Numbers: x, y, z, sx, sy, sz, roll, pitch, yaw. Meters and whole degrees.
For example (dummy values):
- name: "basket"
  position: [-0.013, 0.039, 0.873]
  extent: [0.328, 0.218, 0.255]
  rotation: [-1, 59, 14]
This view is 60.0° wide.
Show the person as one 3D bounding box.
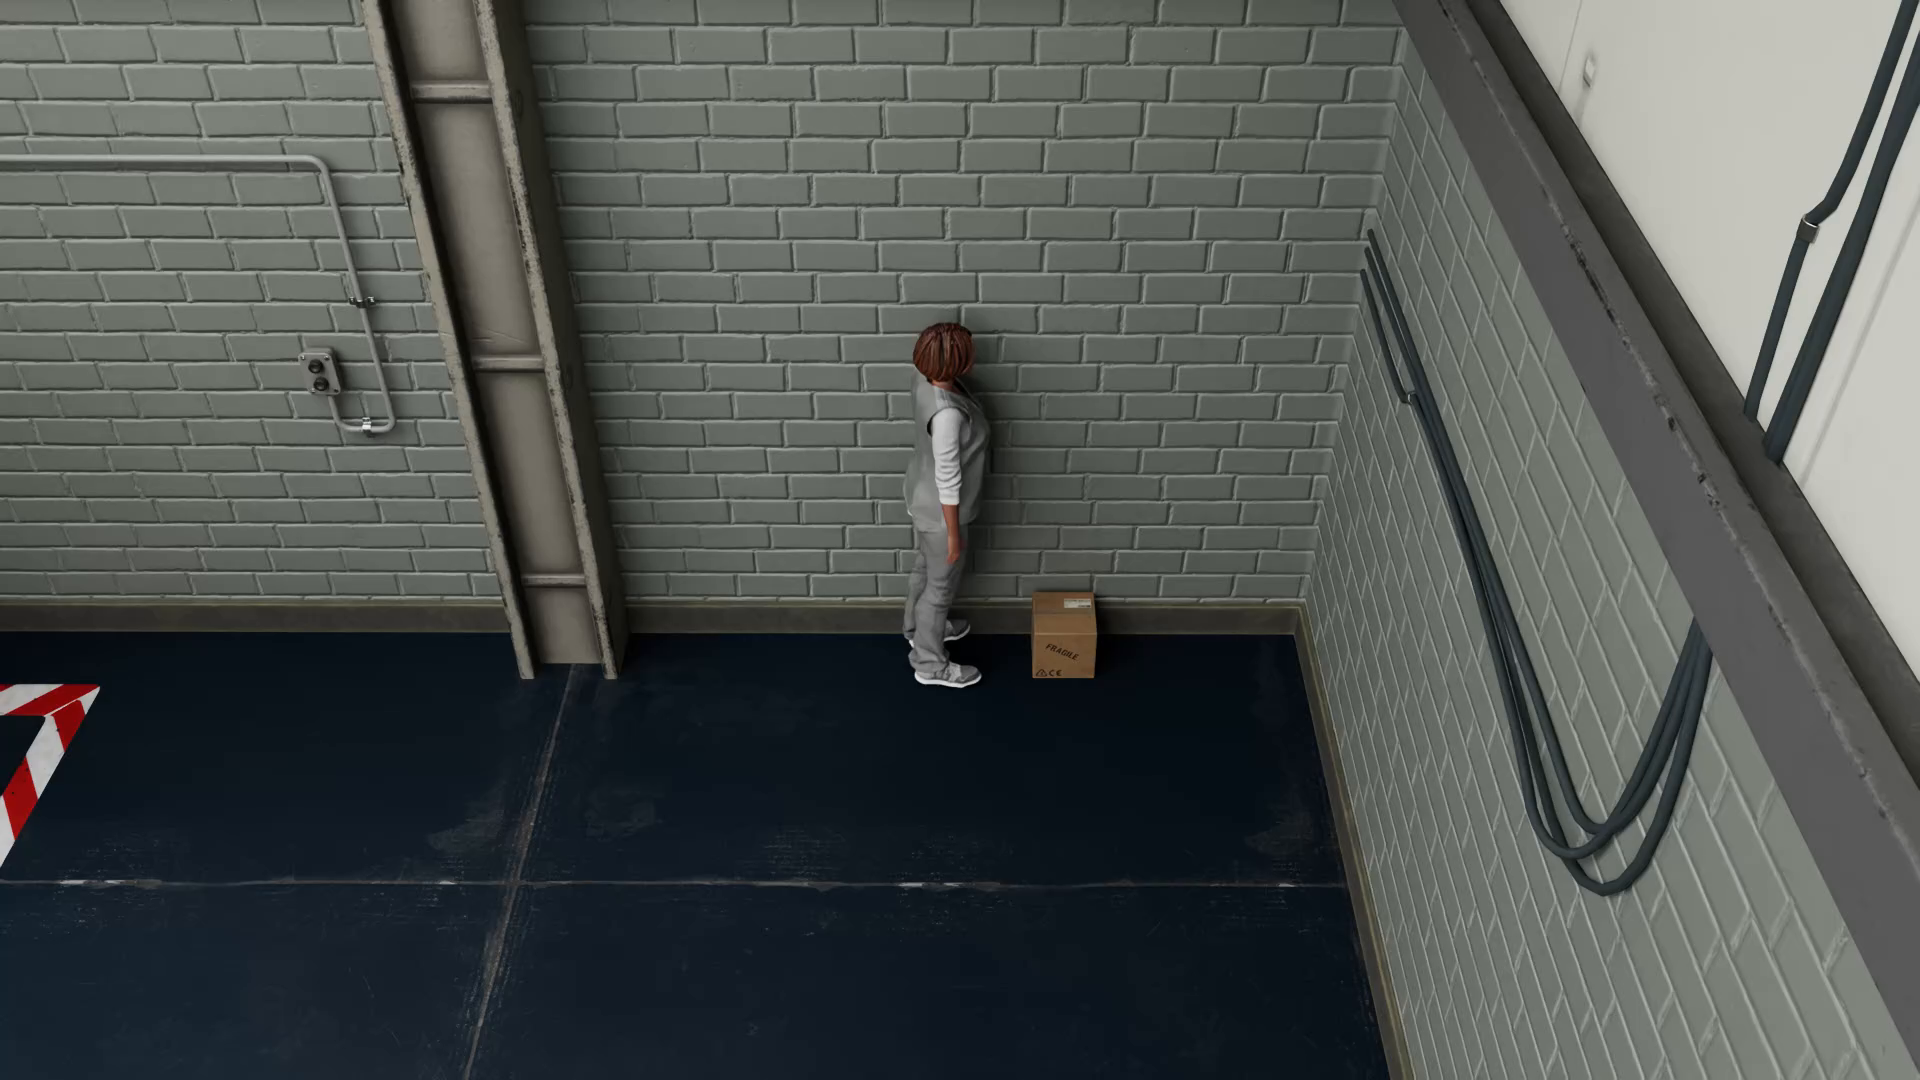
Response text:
- name: "person"
  position: [-0.054, -0.137, 6.294]
  extent: [0.317, 1.599, 0.457]
  rotation: [-5, 40, -5]
